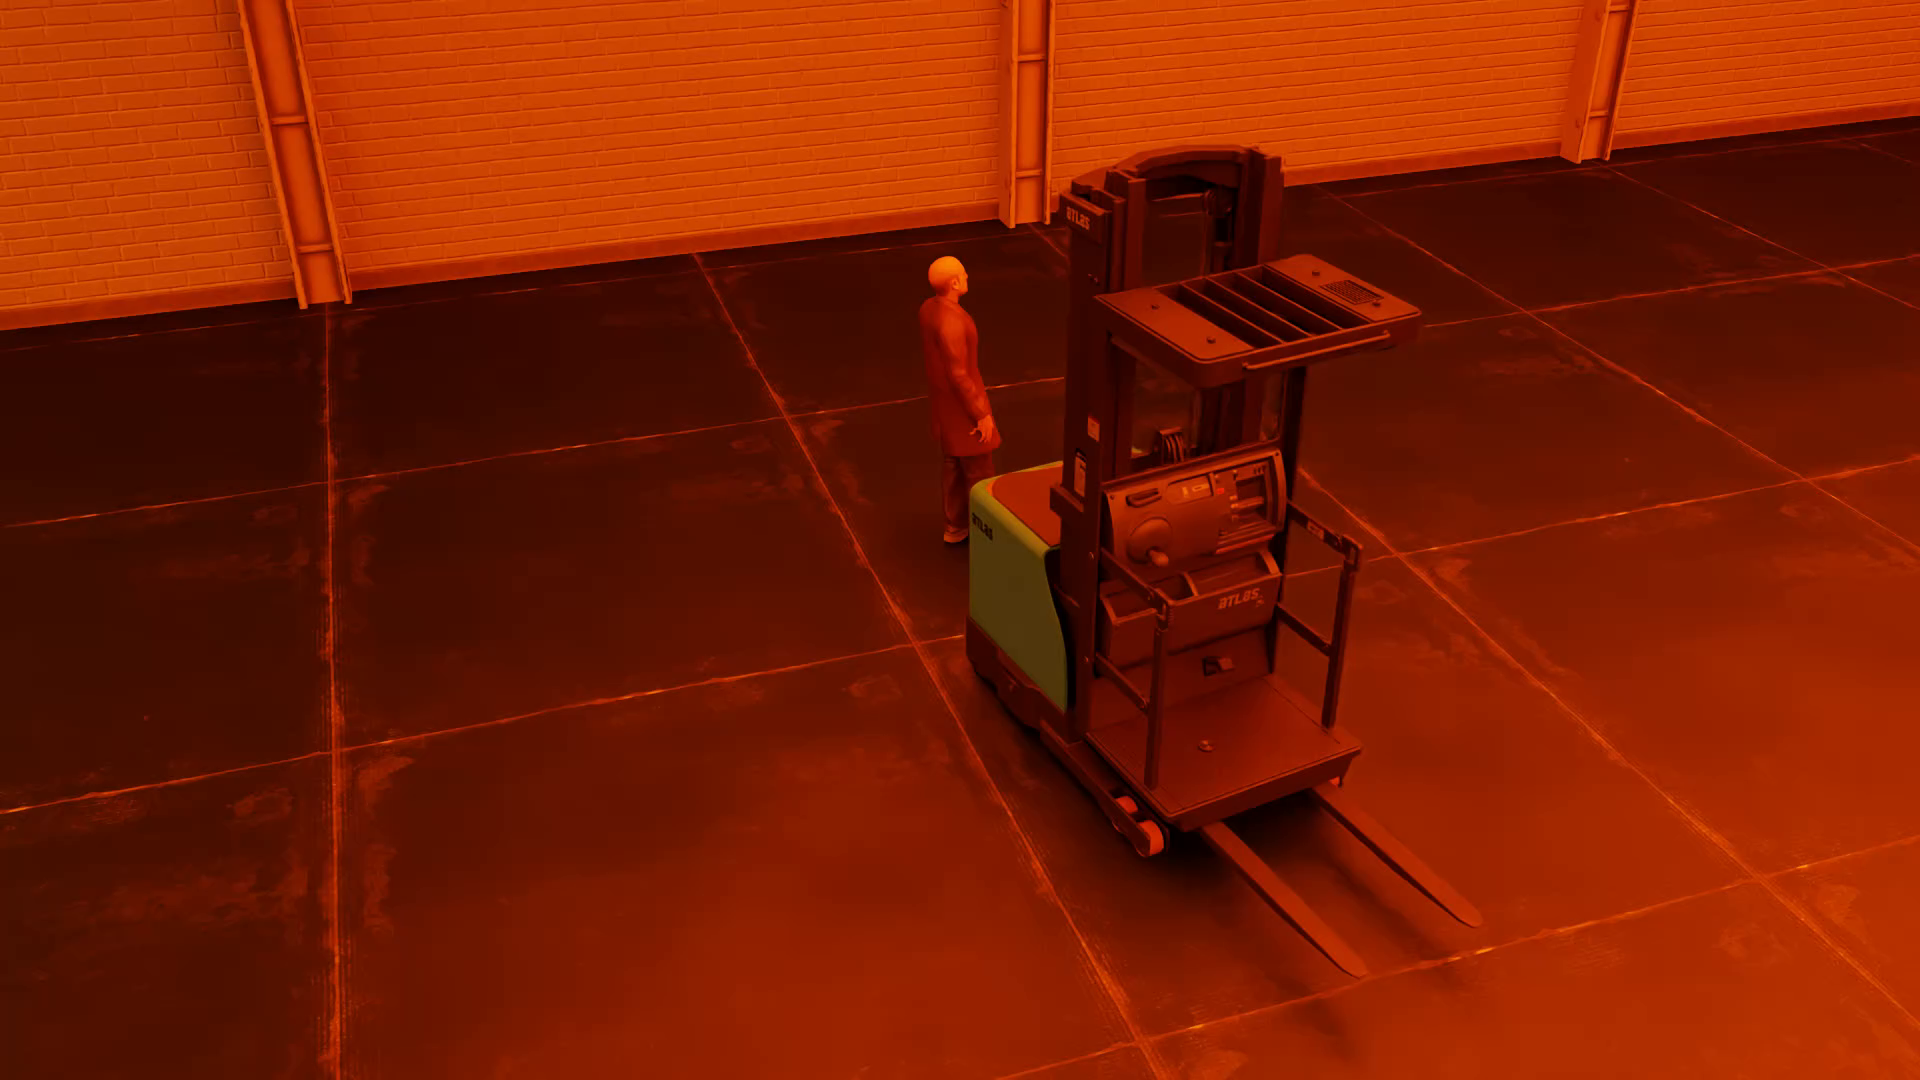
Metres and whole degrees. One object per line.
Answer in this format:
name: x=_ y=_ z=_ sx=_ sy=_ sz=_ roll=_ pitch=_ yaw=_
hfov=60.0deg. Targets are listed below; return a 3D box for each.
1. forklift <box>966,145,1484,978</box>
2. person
forklift: x=1.161 y=-0.092 z=7.248 sx=1.130 sy=2.935 sz=3.031 roll=-15 pitch=33 yaw=-24
person: x=0.087 y=-0.789 z=9.600 sx=0.582 sy=1.776 sz=0.696 roll=-10 pitch=31 yaw=-16
